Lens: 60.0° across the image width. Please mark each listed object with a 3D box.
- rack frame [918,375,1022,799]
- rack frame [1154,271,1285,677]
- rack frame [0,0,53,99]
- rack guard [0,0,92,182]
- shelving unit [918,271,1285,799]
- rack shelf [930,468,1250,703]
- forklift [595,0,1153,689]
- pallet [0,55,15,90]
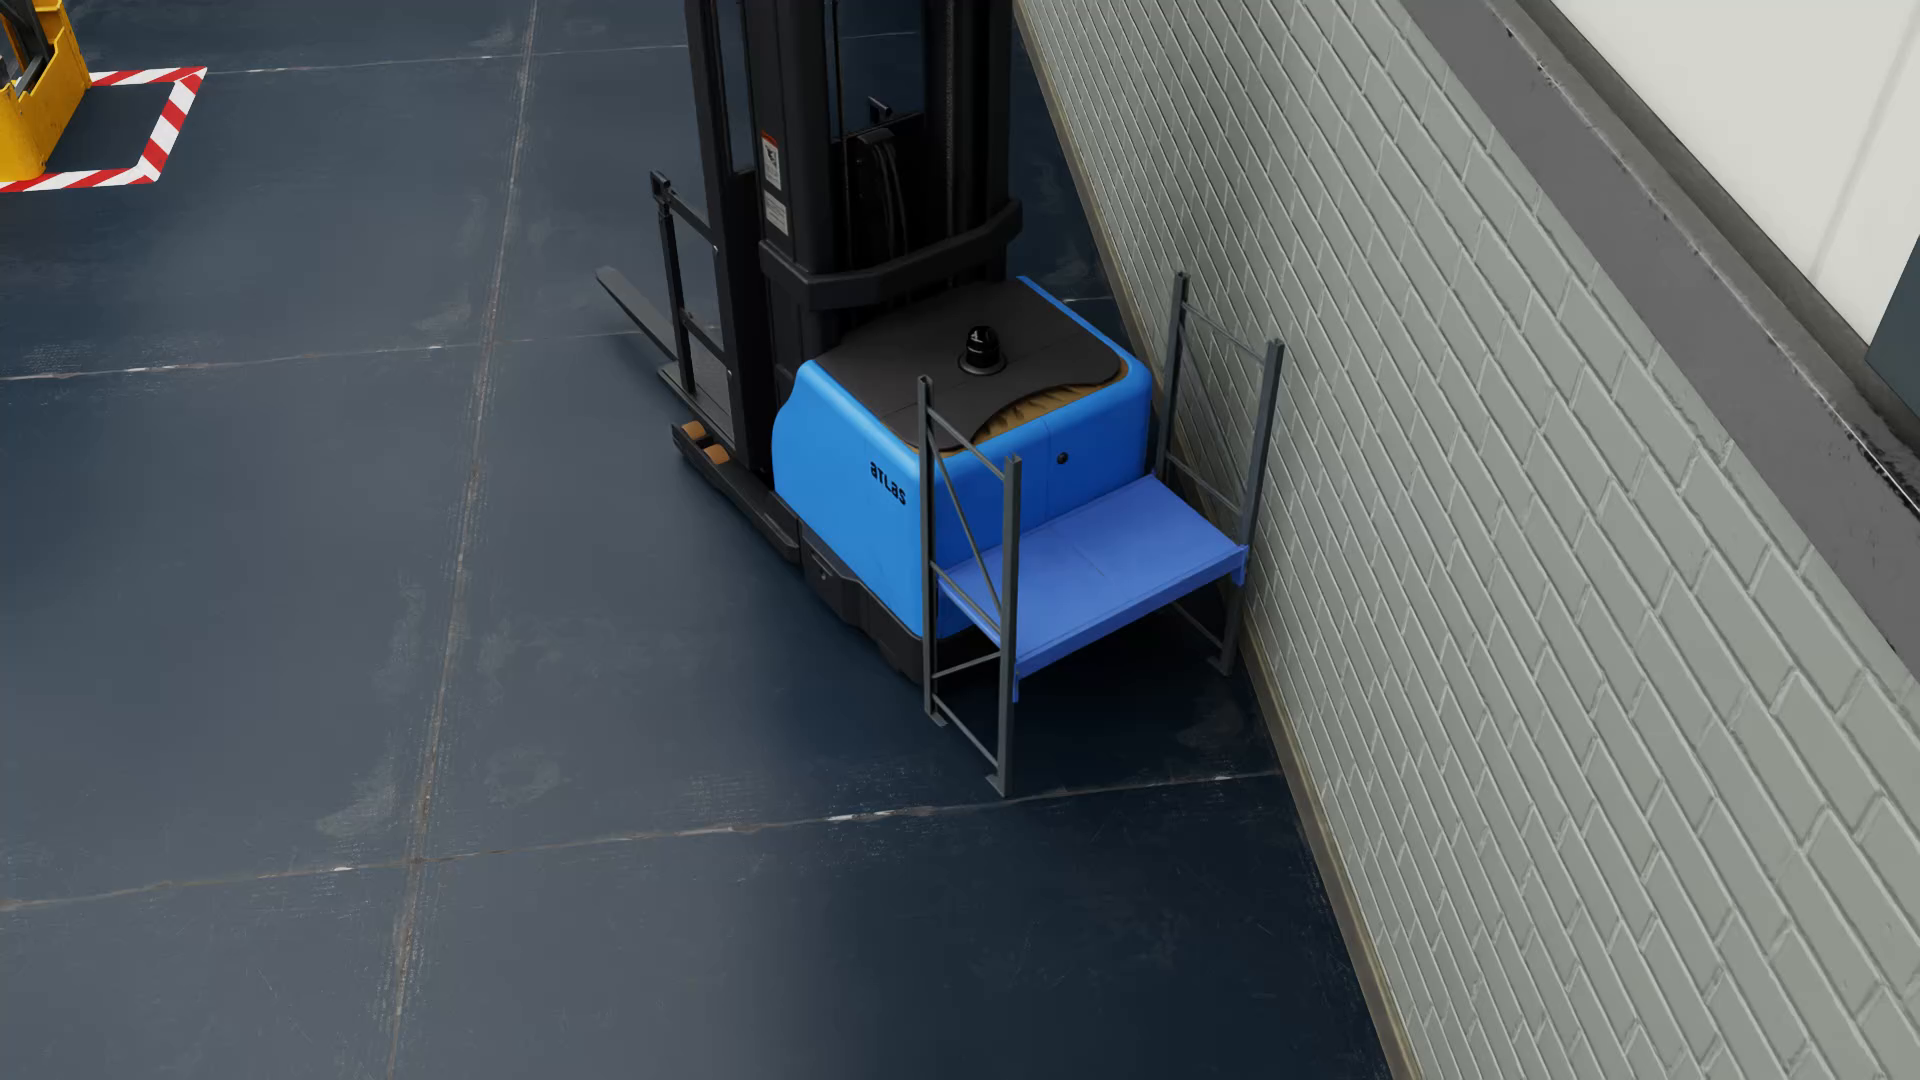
[{"bbox_3d":[0.024,0.195,5.414,0.032,1.500,0.500,-25,48,-25],"label":"rack frame"},{"bbox_3d":[0.862,-0.190,5.841,0.032,1.500,0.500,-25,48,-25],"label":"rack frame"},{"bbox_3d":[-5.187,-3.402,8.282,0.127,3.000,1.000,-5,42,-6],"label":"rack frame"},{"bbox_3d":[-5.165,-2.484,9.131,0.348,0.500,1.175,-5,42,-6],"label":"rack guard"},{"bbox_3d":[0.443,0.002,5.628,1.048,1.500,0.538,-25,48,-25],"label":"shelving unit"},{"bbox_3d":[0.443,0.136,5.748,1.000,0.185,0.538,-25,48,-25],"label":"rack shelf"},{"bbox_3d":[-0.569,-1.495,6.219,1.130,2.935,3.031,-26,48,-26],"label":"forklift"},{"bbox_3d":[-6.009,-2.320,9.165,1.213,0.211,1.003,-5,42,-6],"label":"pallet"}]
